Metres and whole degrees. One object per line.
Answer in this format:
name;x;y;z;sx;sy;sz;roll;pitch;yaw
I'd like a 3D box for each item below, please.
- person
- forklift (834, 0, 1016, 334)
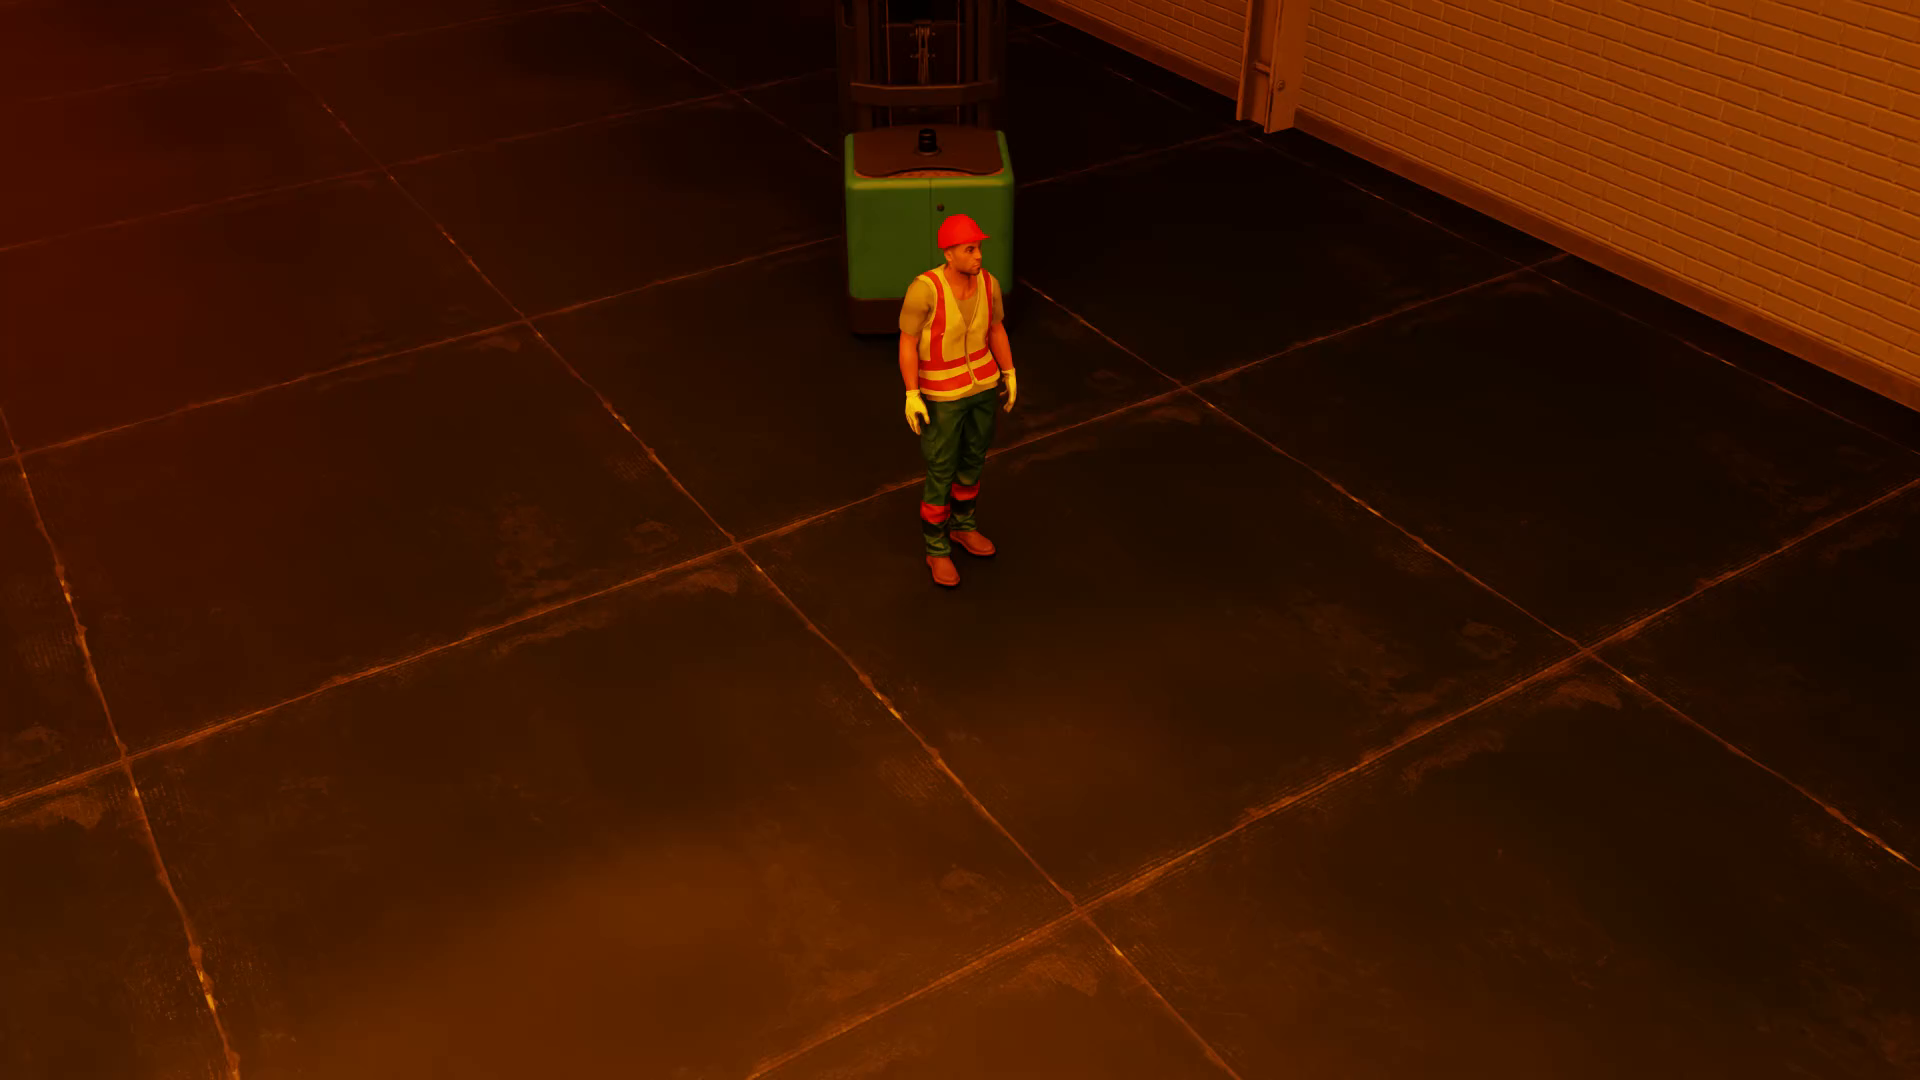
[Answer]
person;0.033;-0.696;8.118;0.637;1.787;0.564;-21;40;-27
forklift;-0.264;-3.311;10.860;1.130;2.935;3.031;-2;35;-3
